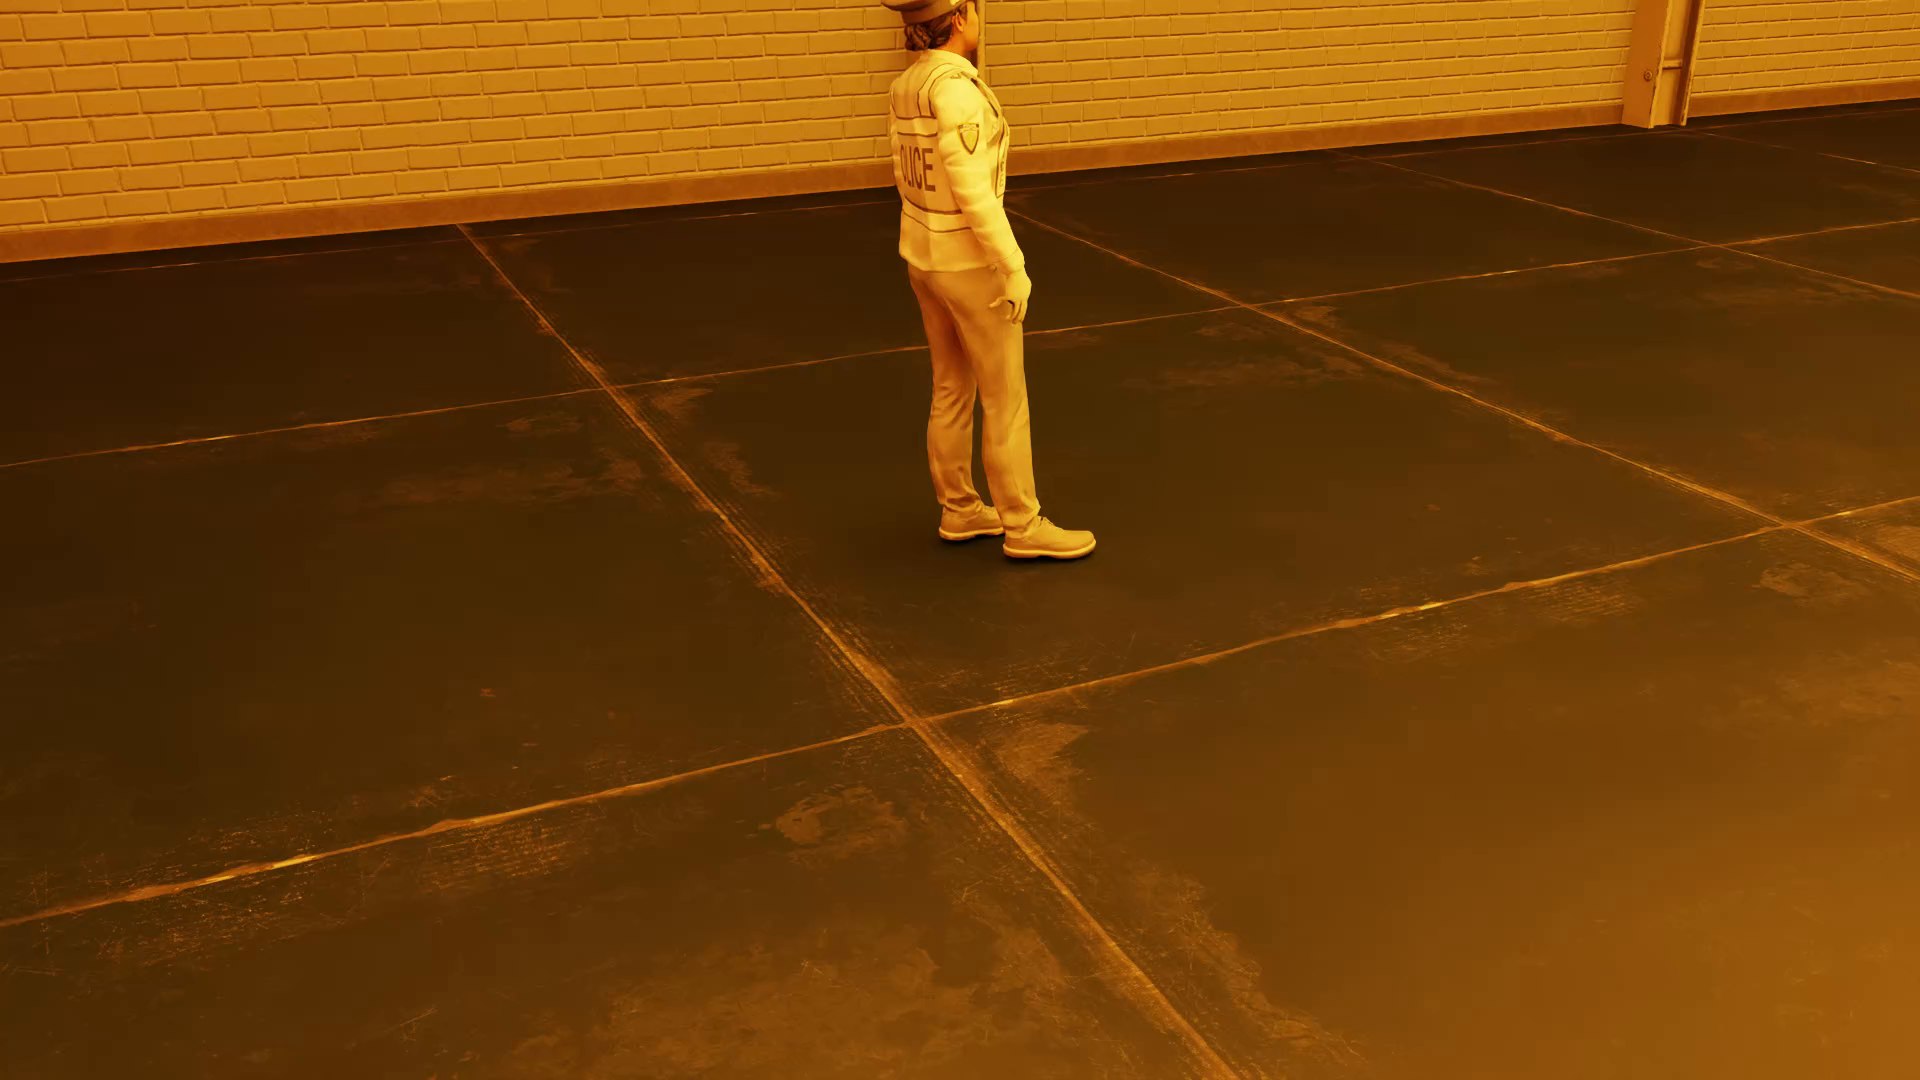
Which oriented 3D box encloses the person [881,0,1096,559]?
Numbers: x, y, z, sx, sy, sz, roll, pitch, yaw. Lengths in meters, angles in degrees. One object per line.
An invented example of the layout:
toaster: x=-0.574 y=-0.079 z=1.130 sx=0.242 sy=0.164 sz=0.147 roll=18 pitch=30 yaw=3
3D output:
person: x=0.065 y=-0.798 z=4.800 sx=0.531 sy=1.695 sz=0.588 roll=-10 pitch=25 yaw=-23
